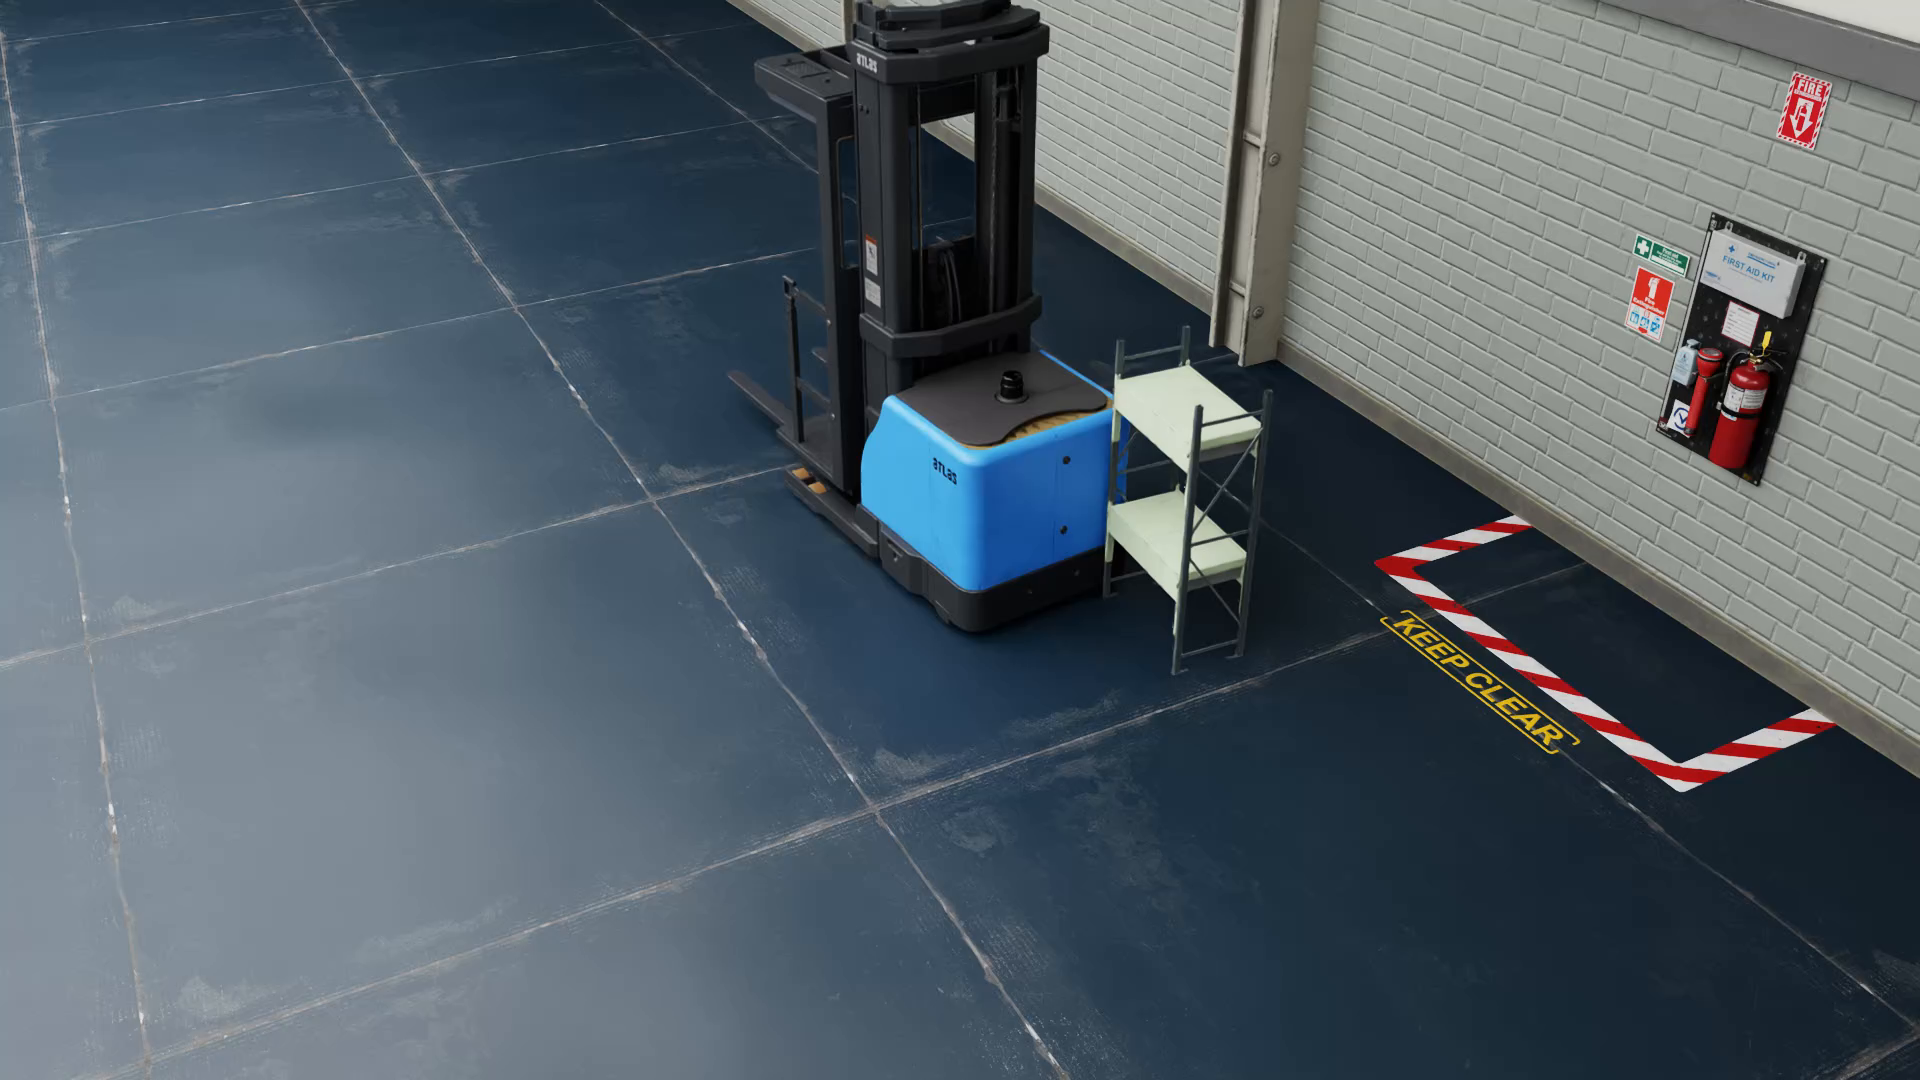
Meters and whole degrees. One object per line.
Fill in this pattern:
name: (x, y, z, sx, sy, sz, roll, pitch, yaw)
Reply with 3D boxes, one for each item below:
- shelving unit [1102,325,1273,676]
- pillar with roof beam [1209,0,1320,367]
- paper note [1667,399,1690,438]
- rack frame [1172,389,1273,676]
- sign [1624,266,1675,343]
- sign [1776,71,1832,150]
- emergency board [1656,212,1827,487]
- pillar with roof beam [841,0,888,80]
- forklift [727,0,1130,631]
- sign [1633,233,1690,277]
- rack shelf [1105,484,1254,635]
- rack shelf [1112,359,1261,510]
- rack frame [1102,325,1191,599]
shelving unit: (1.087, -0.187, 8.171, 0.431, 1.500, 0.755, -13, 35, -20)
pillar with roof beam: (-1.885, -3.989, 7.152, 9.100, 9.000, 0.400, -16, 36, -23)
paper note: (3.581, -0.602, 8.244, 0.016, 0.148, 0.142, -16, 36, -23)
rack frame: (1.235, -0.007, 7.889, 0.400, 1.500, 0.023, -13, 35, -20)
sign: (3.436, -1.176, 8.290, 0.001, 0.329, 0.234, -16, 36, -23)
sign: (3.687, -1.876, 7.267, 0.001, 0.298, 0.199, -16, 36, -23)
emergency board: (3.602, -0.871, 7.847, 0.194, 1.169, 0.643, -16, 36, -23)
pillar with roof beam: (-4.683, -6.852, 11.622, 9.100, 9.000, 0.400, -16, 36, -23)
forklift: (-0.358, -1.525, 8.931, 1.130, 2.935, 3.031, -20, 38, -28)
sign: (3.430, -1.394, 8.140, 0.001, 0.109, 0.331, -16, 36, -23)
rack shelf: (1.087, 0.087, 8.347, 0.431, 0.370, 0.720, -13, 35, -20)
rack shelf: (1.087, -0.516, 7.960, 0.431, 0.370, 0.720, -13, 35, -20)
rack frame: (0.938, -0.368, 8.453, 0.400, 1.500, 0.023, -13, 35, -20)
